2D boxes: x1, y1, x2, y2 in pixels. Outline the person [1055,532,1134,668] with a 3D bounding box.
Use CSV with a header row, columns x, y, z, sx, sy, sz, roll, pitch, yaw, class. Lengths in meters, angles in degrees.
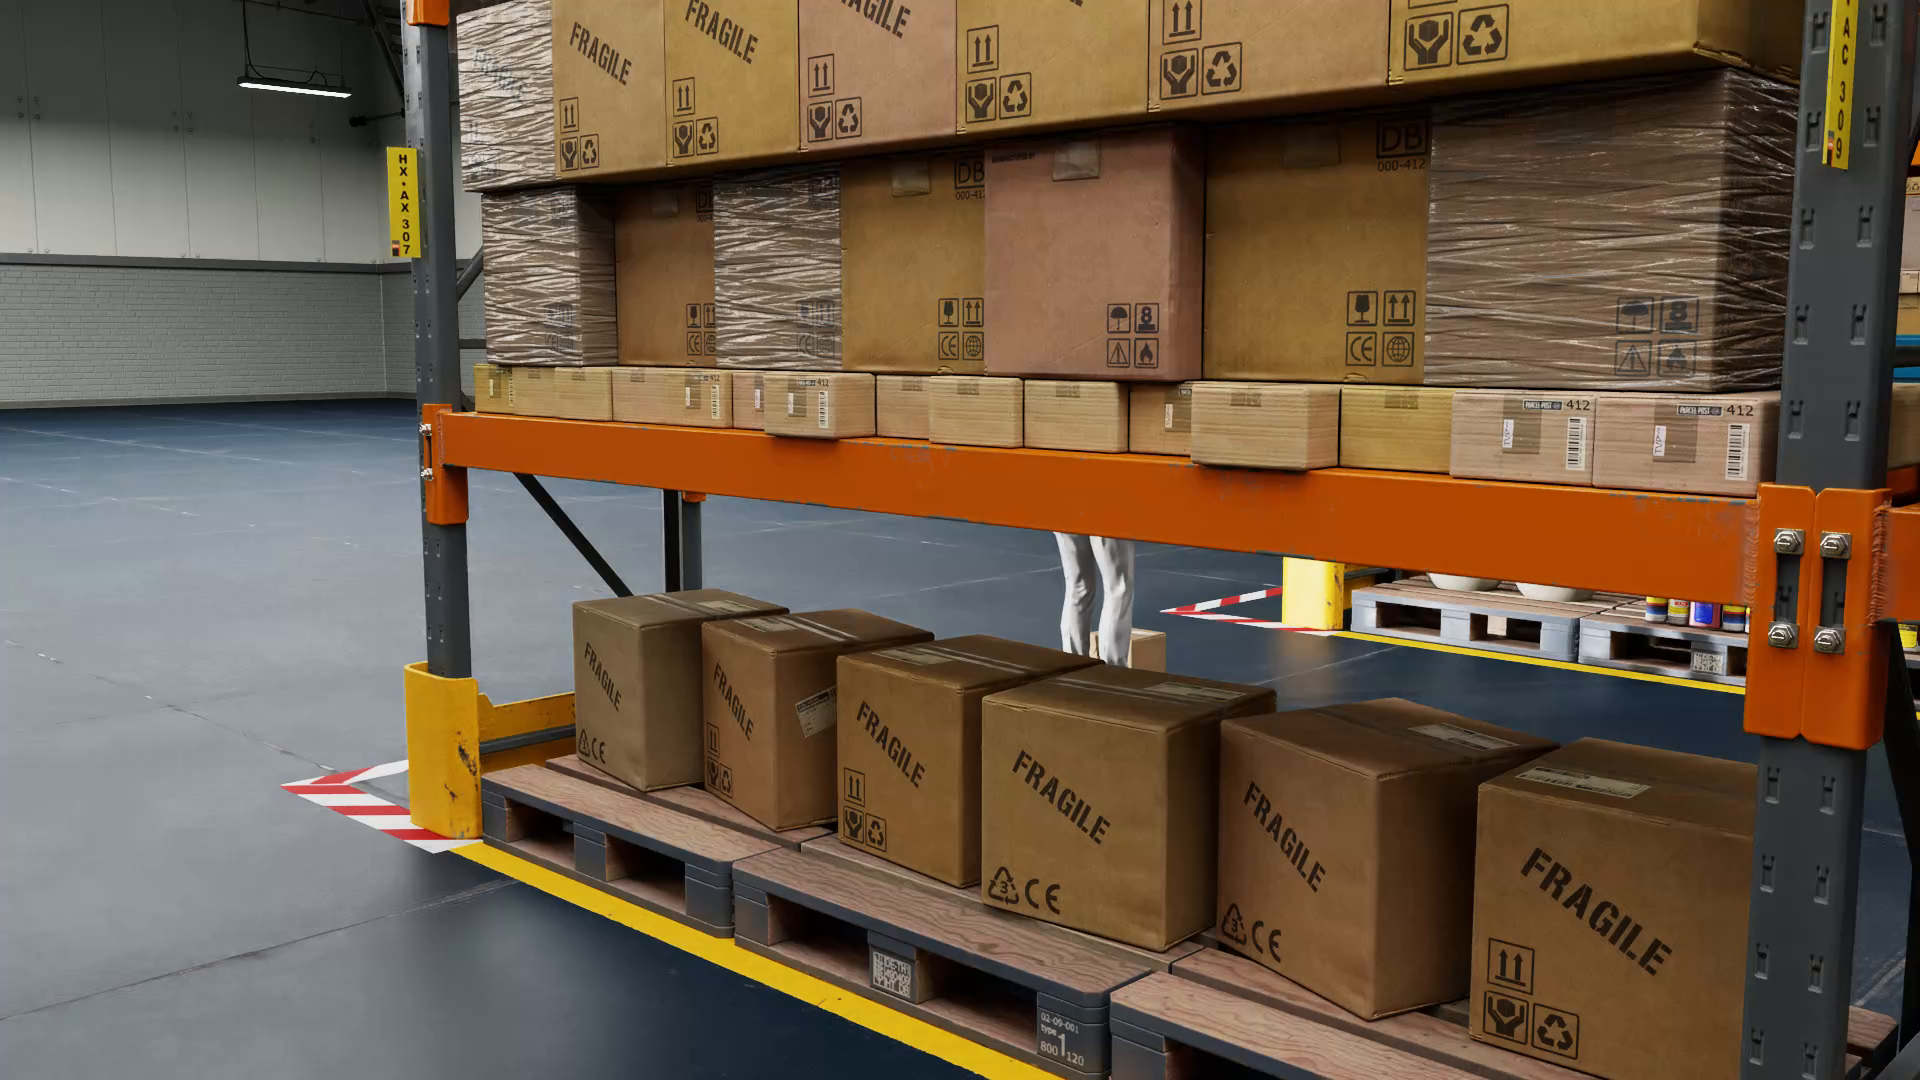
x,y,z,sx,sy,sz,roll,pitch,yaw,class
0.565,-0.155,6.972,0.547,1.667,0.408,6,9,40,person
